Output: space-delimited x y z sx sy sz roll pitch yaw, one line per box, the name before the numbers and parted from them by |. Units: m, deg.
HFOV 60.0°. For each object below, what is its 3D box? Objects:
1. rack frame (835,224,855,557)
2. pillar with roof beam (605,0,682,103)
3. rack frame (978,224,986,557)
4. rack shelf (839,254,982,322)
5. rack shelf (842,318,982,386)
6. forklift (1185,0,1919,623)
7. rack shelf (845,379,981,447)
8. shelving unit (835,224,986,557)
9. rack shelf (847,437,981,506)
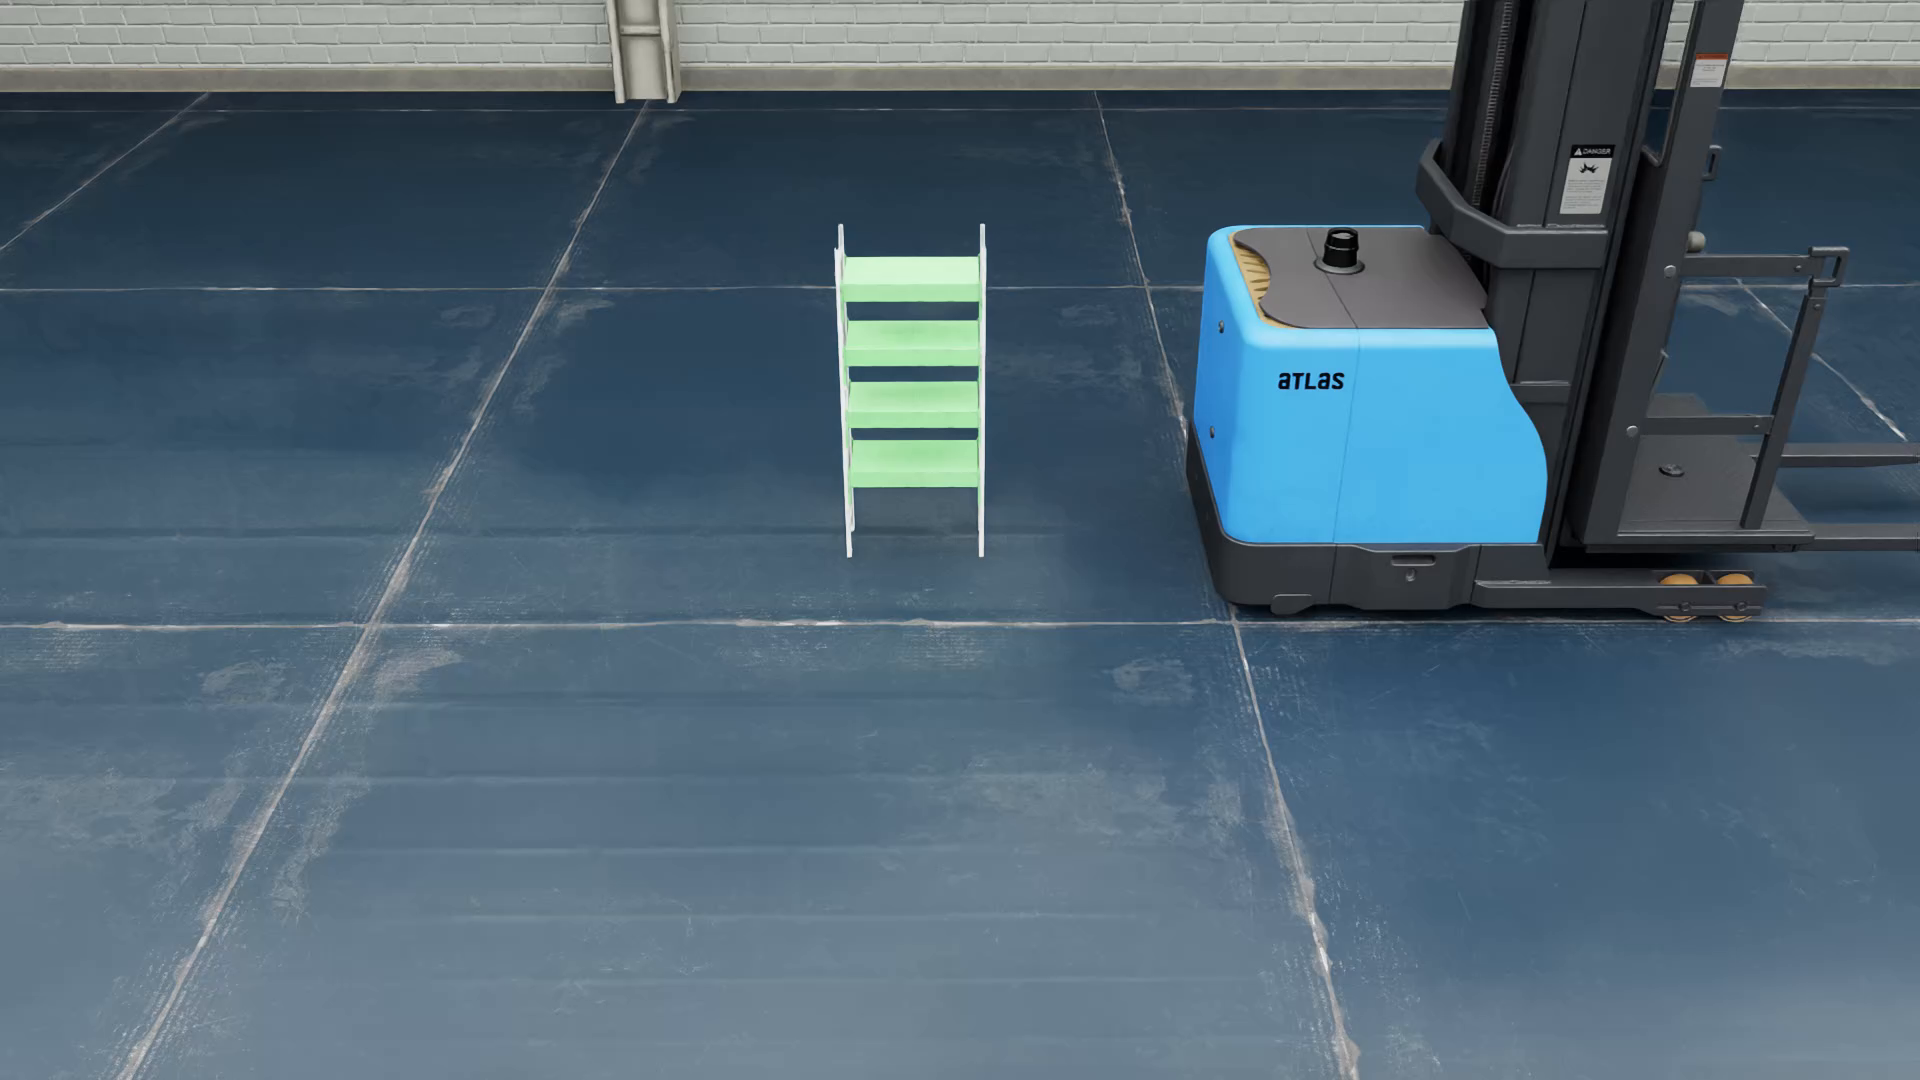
rack frame | -0.410 -0.512 5.937 0.015 1.200 0.240 0 31 0
pillar with roof beam | -2.059 -4.593 5.146 0.400 9.000 9.100 0 31 0
rack frame | 0.078 -0.513 5.939 0.015 1.200 0.240 0 31 0
rack shelf | -0.166 -0.868 5.722 0.480 0.148 0.258 0 31 0
rack shelf | -0.166 -0.663 5.847 0.480 0.148 0.258 0 31 0
forklift | 2.405 -1.244 5.474 3.031 2.935 1.130 0 31 0
rack shelf | -0.166 -0.458 5.971 0.480 0.148 0.258 0 31 0
shelving unit | -0.166 -0.512 5.938 0.503 1.200 0.258 0 31 0
rack shelf | -0.166 -0.253 6.096 0.480 0.148 0.258 0 31 0
